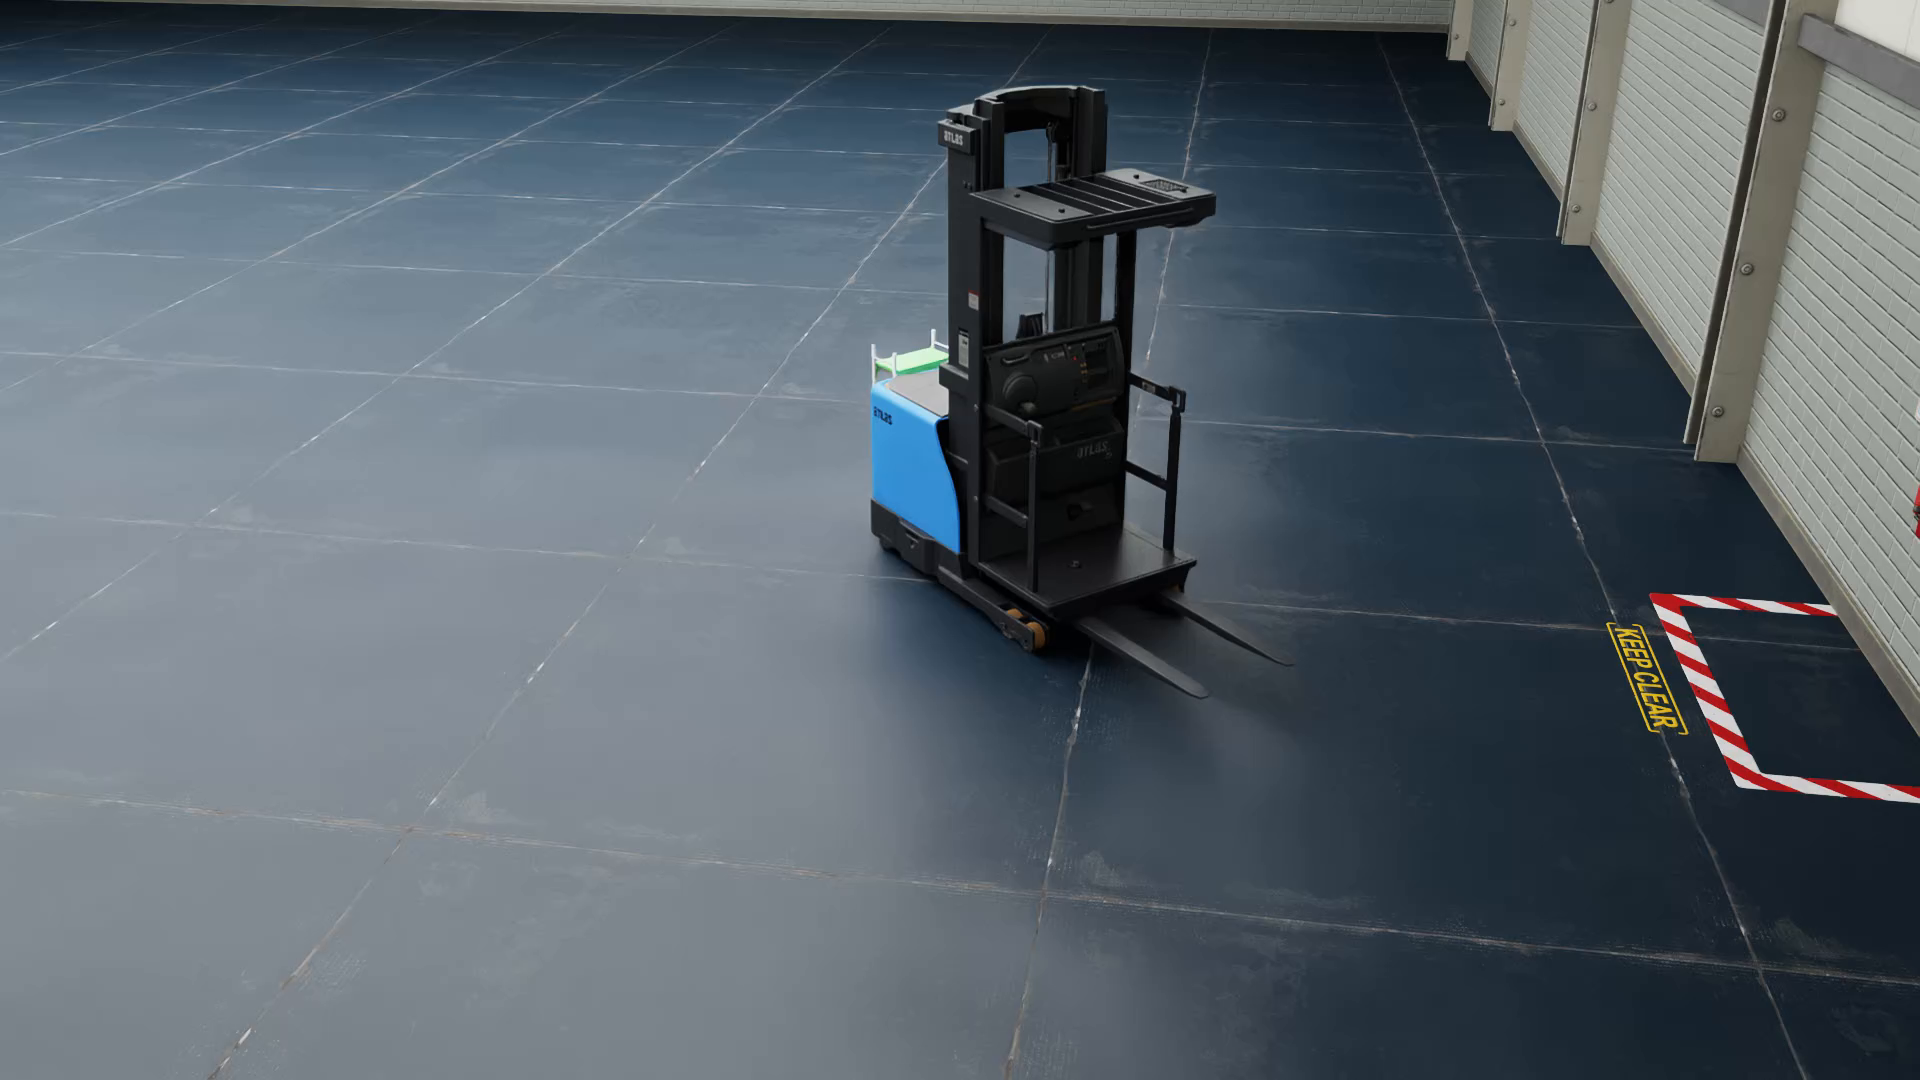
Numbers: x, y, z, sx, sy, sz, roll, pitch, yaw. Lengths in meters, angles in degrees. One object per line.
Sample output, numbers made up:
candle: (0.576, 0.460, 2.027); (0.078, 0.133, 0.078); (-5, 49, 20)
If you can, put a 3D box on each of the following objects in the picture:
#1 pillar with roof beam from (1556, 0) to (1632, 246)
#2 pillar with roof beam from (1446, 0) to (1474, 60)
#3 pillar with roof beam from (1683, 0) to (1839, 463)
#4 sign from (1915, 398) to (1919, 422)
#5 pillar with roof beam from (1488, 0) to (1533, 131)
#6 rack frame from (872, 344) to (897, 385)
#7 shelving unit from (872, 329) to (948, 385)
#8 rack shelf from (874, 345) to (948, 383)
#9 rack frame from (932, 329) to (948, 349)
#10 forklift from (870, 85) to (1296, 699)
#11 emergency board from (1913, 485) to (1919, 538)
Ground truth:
pillar with roof beam: (2.212, -7.525, 16.212); (9.100, 9.000, 0.400); (4, 25, 9)
pillar with roof beam: (4.173, -12.544, 26.934); (9.100, 9.000, 0.400); (4, 25, 9)
pillar with roof beam: (1.232, -5.016, 10.851); (9.100, 9.000, 0.400); (4, 25, 9)
sign: (5.132, -0.762, 8.798); (0.001, 0.329, 0.234); (4, 25, 9)
pillar with roof beam: (3.193, -10.035, 21.573); (9.100, 9.000, 0.400); (4, 25, 9)
rack frame: (-0.480, -0.663, 10.752); (0.015, 1.200, 0.240); (-19, 31, -35)
shelving unit: (-0.291, -0.729, 10.892); (0.503, 1.200, 0.258); (-19, 31, -35)
rack shelf: (-0.291, -1.106, 10.715); (0.480, 0.148, 0.258); (-19, 31, -35)
rack frame: (-0.102, -0.795, 11.032); (0.015, 1.200, 0.240); (-19, 31, -35)
forklift: (0.667, -0.927, 9.274); (1.130, 2.935, 3.031); (-16, 29, -30)
emergency board: (4.940, -0.522, 8.327); (0.194, 1.169, 0.643); (4, 25, 9)
